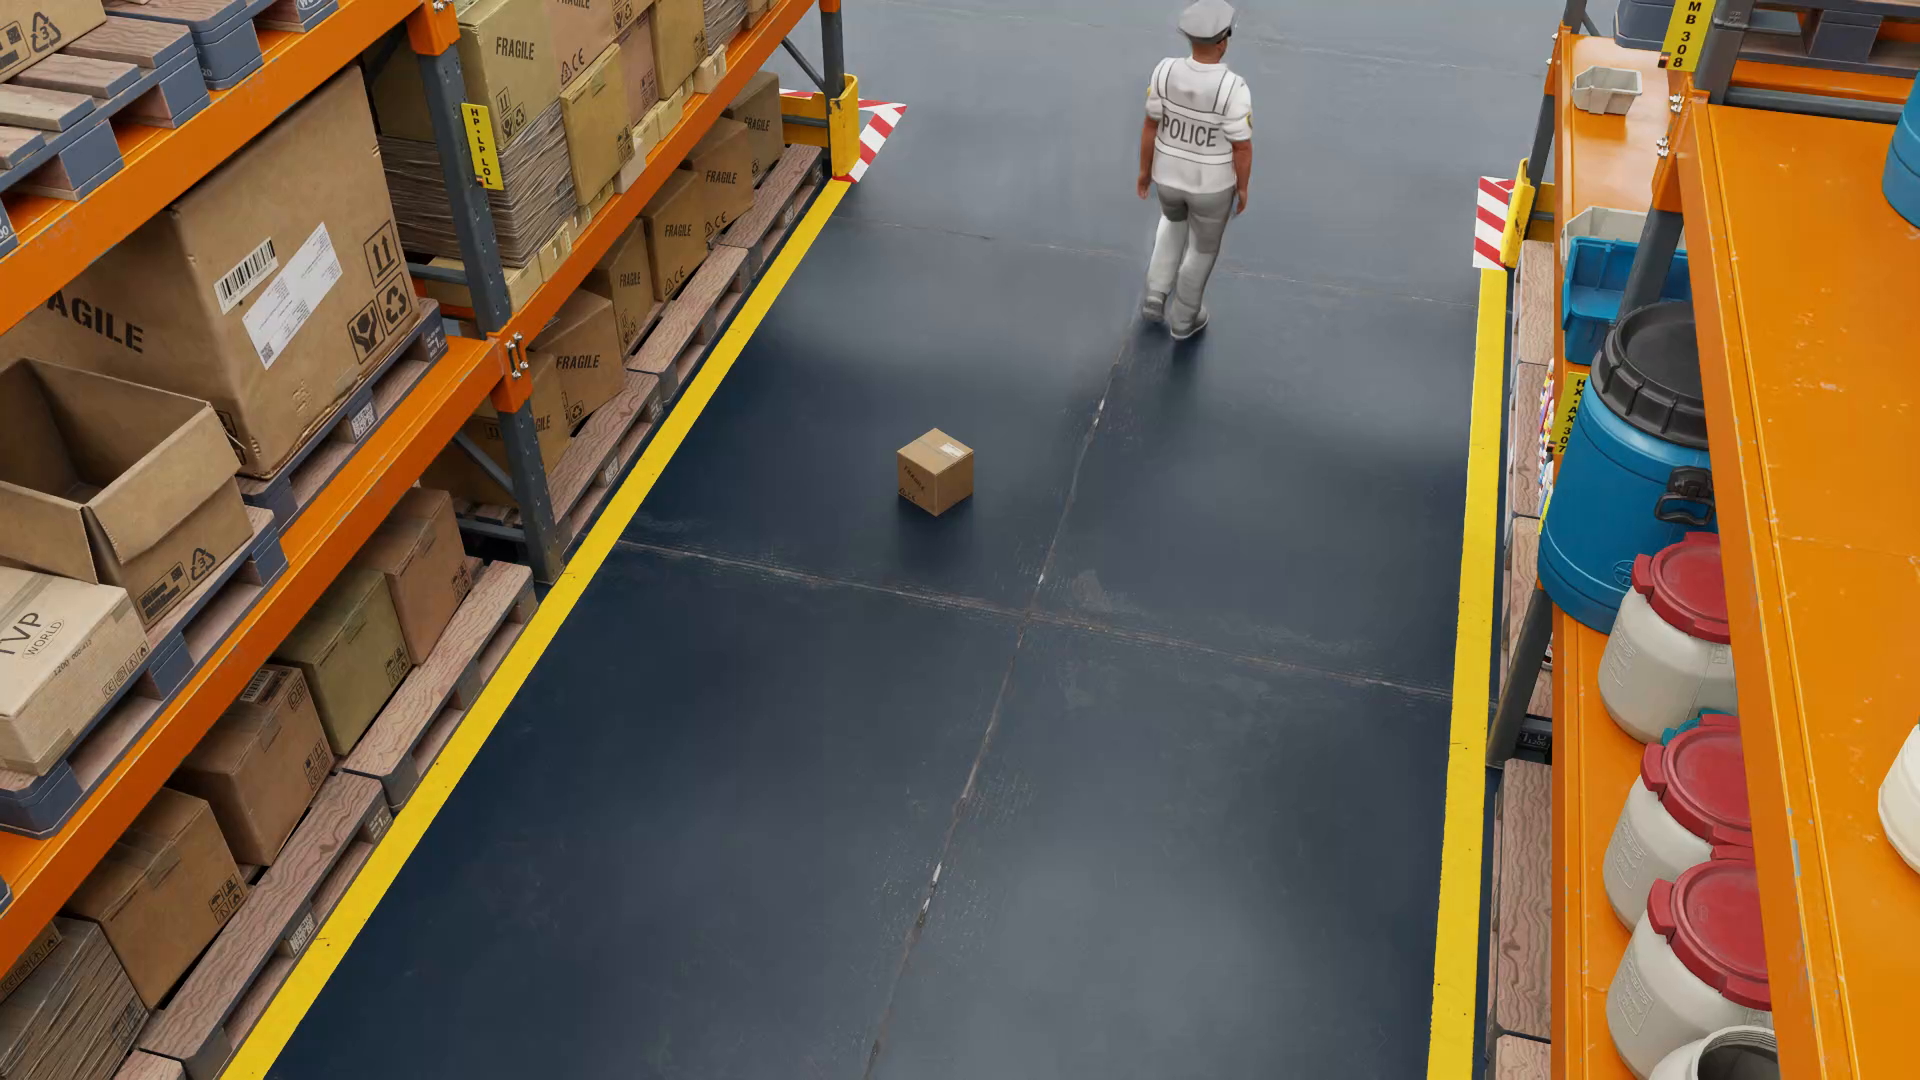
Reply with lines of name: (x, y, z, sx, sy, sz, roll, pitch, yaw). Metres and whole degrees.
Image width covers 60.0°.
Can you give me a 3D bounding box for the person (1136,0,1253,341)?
person: (1.178, -1.802, 8.207, 0.568, 1.802, 0.462, 23, 46, 25)
